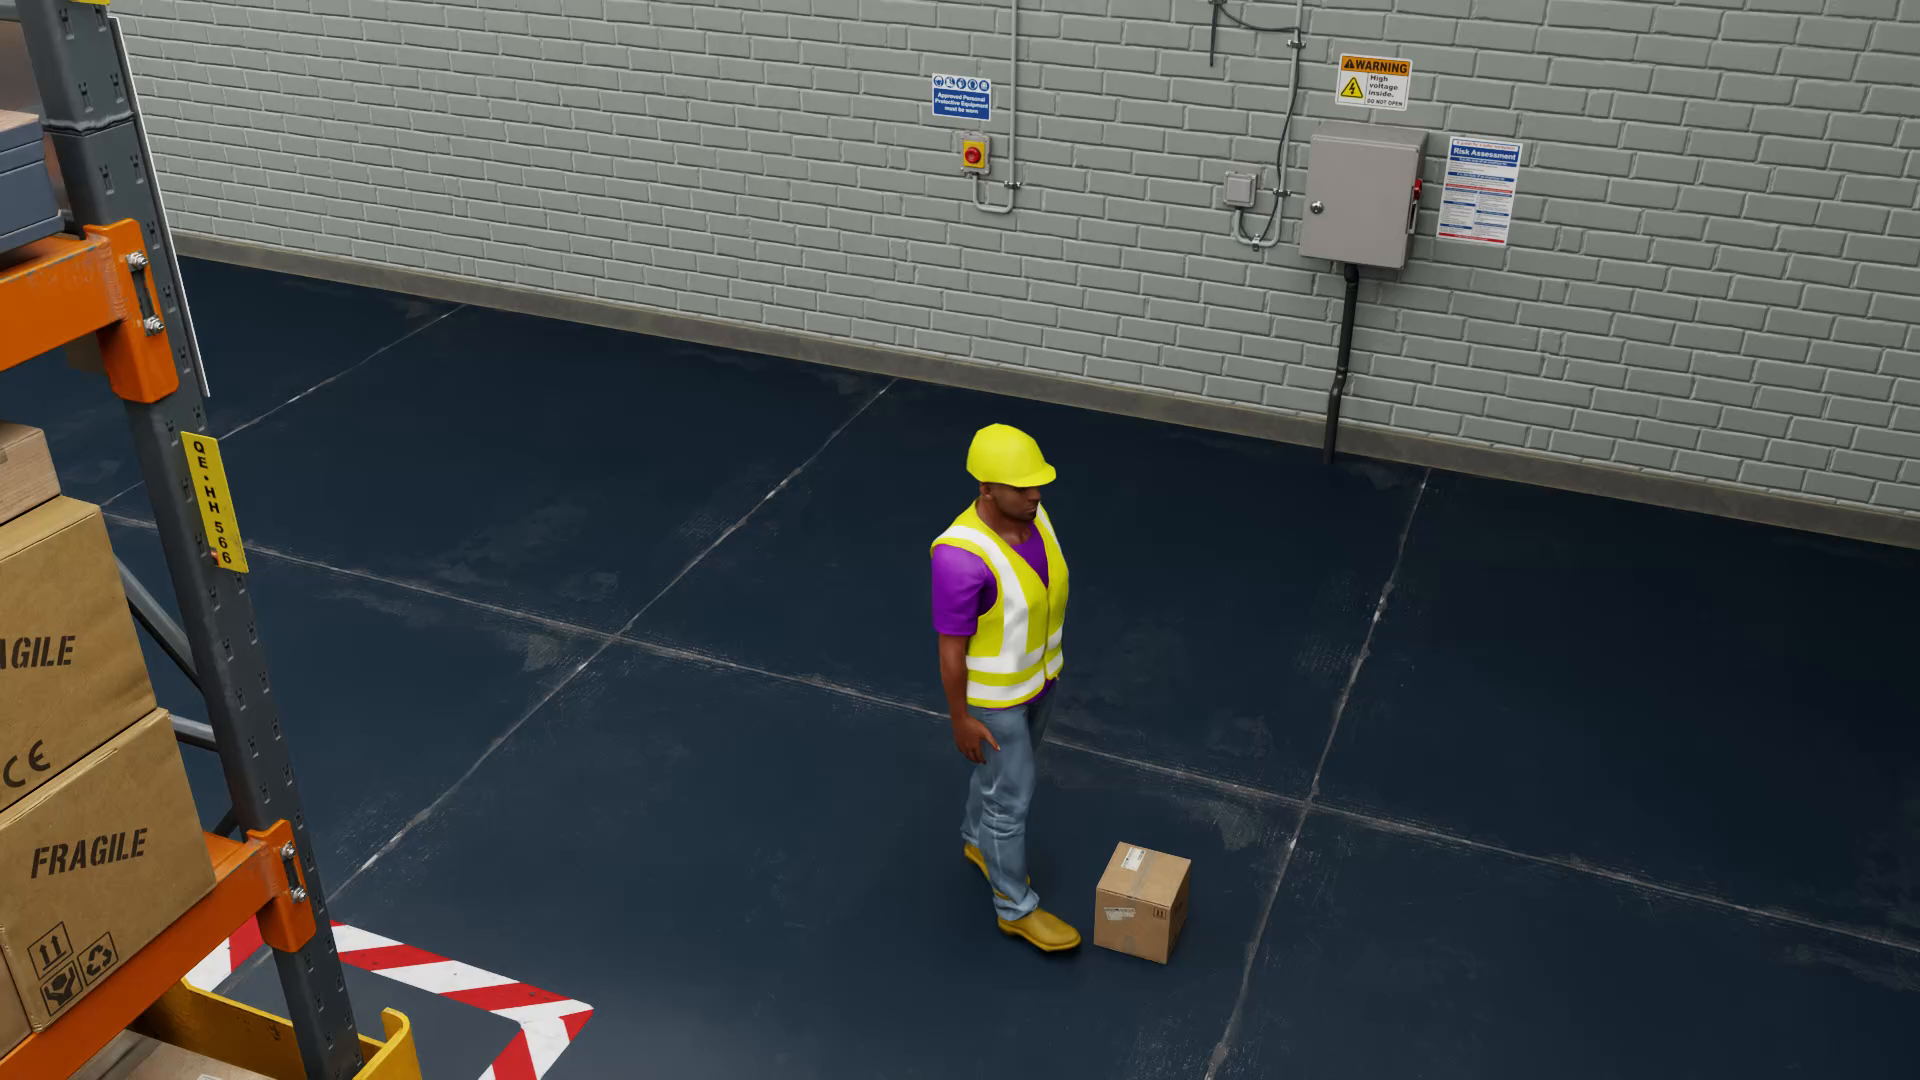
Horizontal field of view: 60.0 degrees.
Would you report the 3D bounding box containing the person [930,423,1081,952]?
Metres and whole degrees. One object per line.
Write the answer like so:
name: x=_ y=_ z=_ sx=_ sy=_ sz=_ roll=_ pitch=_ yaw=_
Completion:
person: x=0.202 y=0.466 z=5.269 sx=0.602 sy=1.767 sz=0.581 roll=17 pitch=34 yaw=28
